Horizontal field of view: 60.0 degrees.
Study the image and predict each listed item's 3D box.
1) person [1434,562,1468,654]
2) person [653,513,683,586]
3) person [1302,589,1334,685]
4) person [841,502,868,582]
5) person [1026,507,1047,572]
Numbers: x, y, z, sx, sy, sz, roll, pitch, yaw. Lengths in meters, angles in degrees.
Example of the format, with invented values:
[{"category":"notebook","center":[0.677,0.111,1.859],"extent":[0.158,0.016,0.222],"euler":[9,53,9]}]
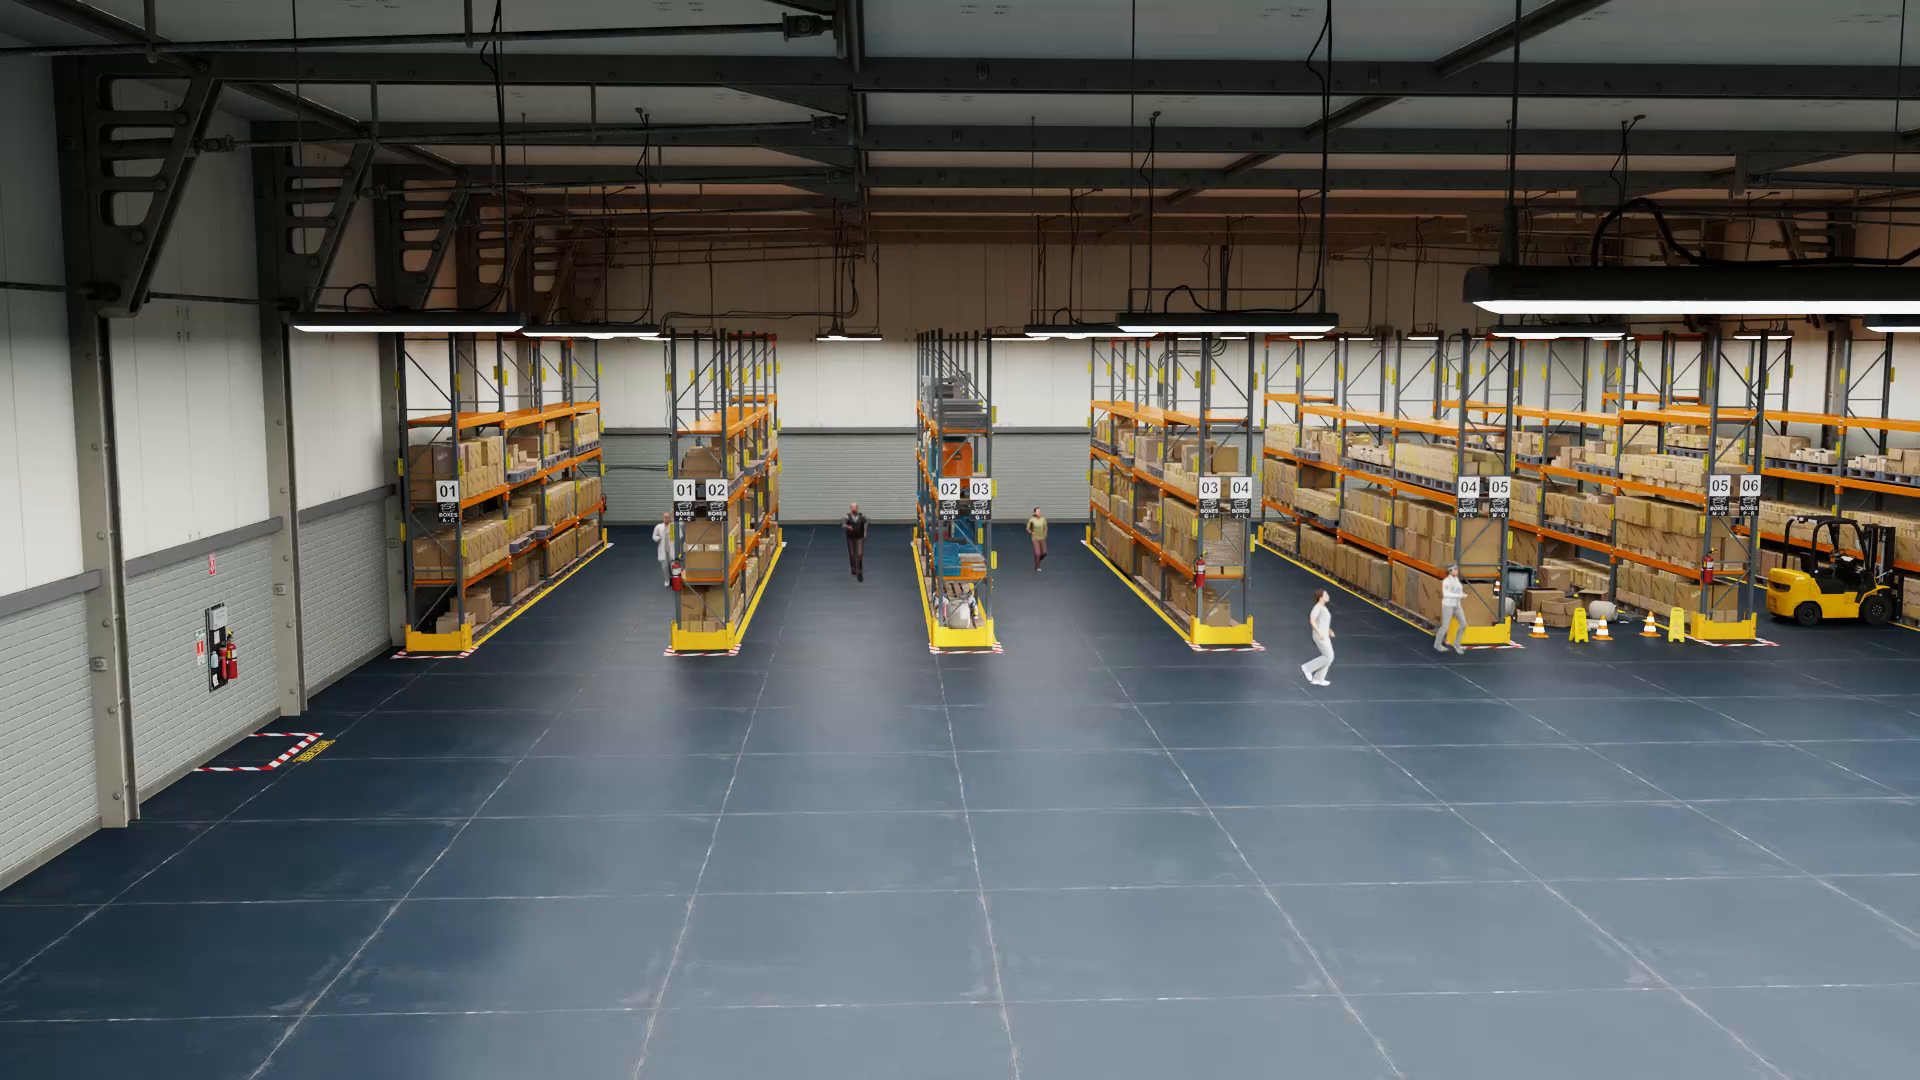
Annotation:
[{"category":"person","center":[9.141,1.266,30.829],"extent":[0.628,1.744,0.681],"euler":[-5,9,-38]},{"category":"person","center":[-6.888,0.237,39.162],"extent":[0.698,1.735,0.633],"euler":[-1,7,-7]},{"category":"person","center":[6.037,1.630,27.960],"extent":[0.536,1.633,0.573],"euler":[3,7,23]},{"category":"person","center":[-2.444,0.041,38.753],"extent":[0.638,1.838,0.756],"euler":[-1,7,-4]},{"category":"person","center":[1.958,-0.010,41.887],"extent":[0.574,1.604,0.563],"euler":[-2,7,-15]}]
